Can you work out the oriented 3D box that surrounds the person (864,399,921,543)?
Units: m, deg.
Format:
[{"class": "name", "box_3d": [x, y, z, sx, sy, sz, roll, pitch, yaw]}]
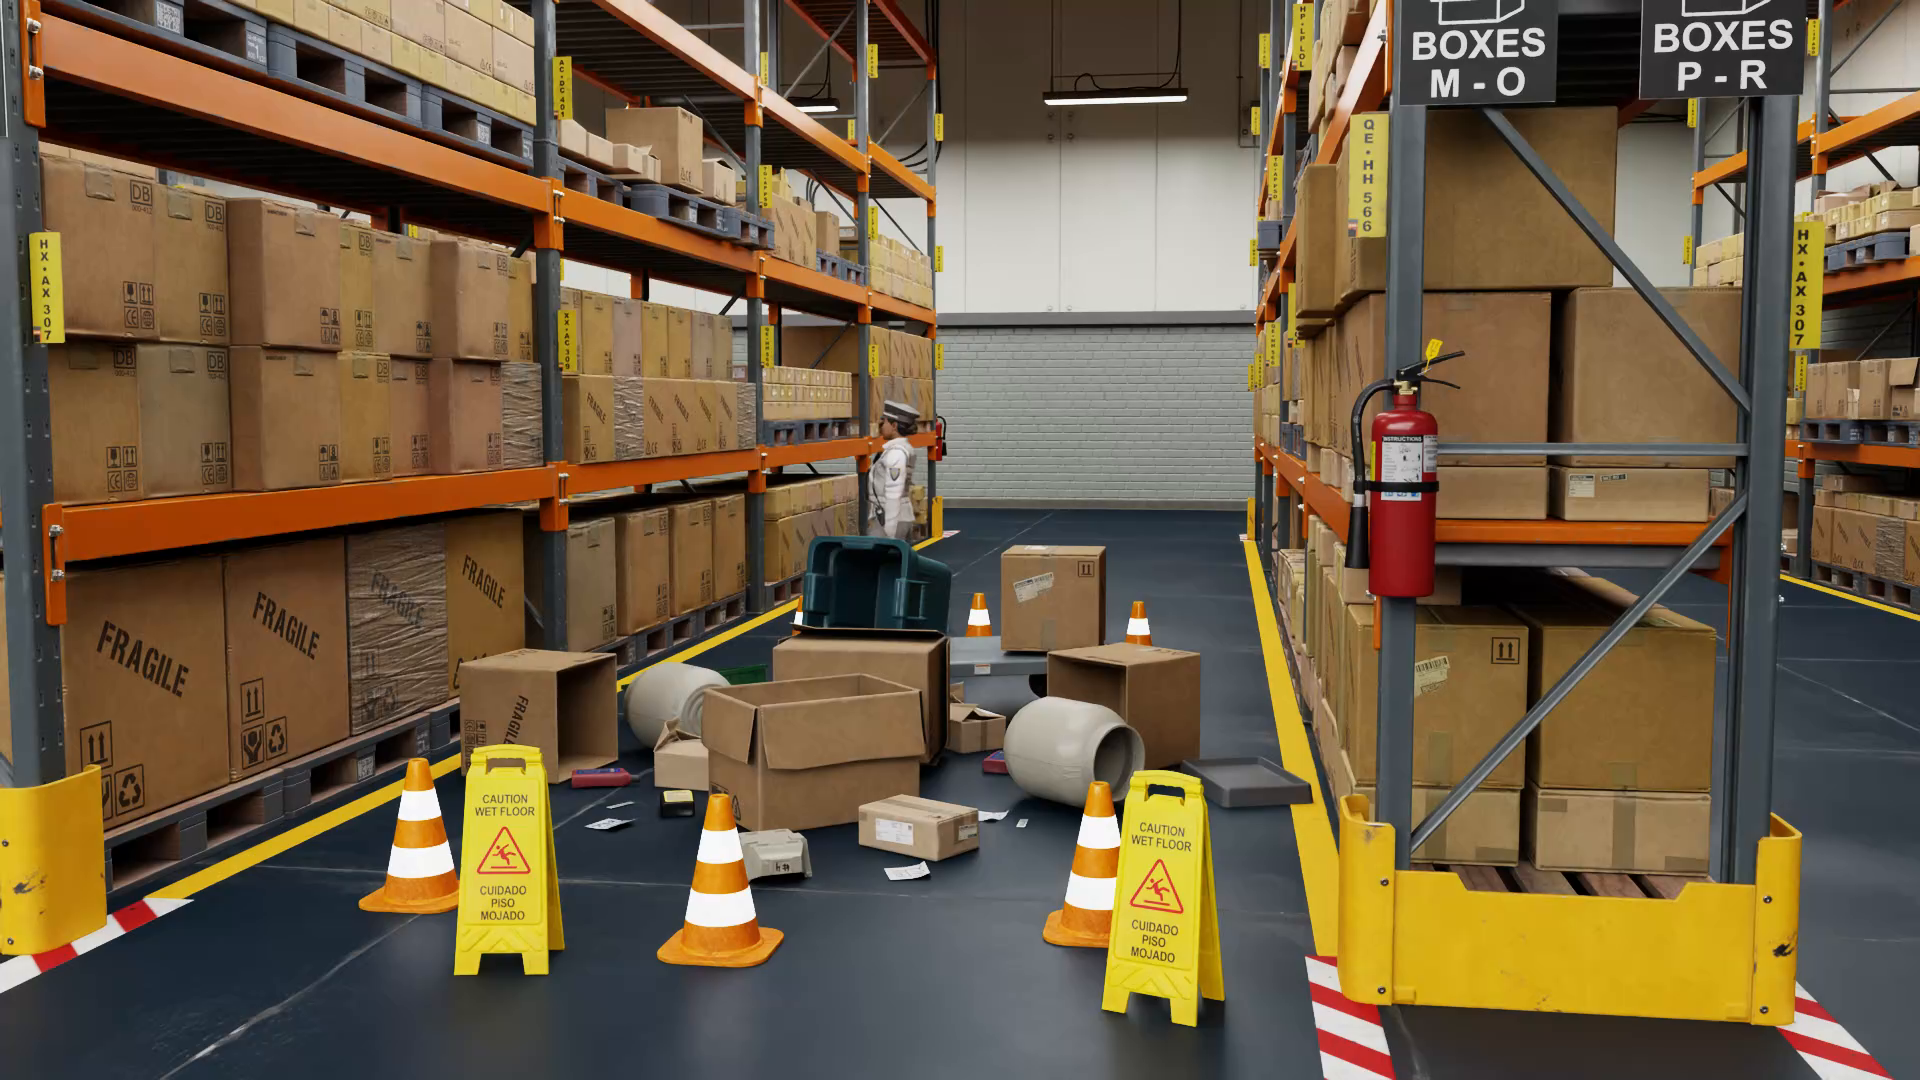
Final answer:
[{"class": "person", "box_3d": [-0.477, -0.087, 10.868, 0.739, 1.659, 0.492, 1, 5, 9]}]
